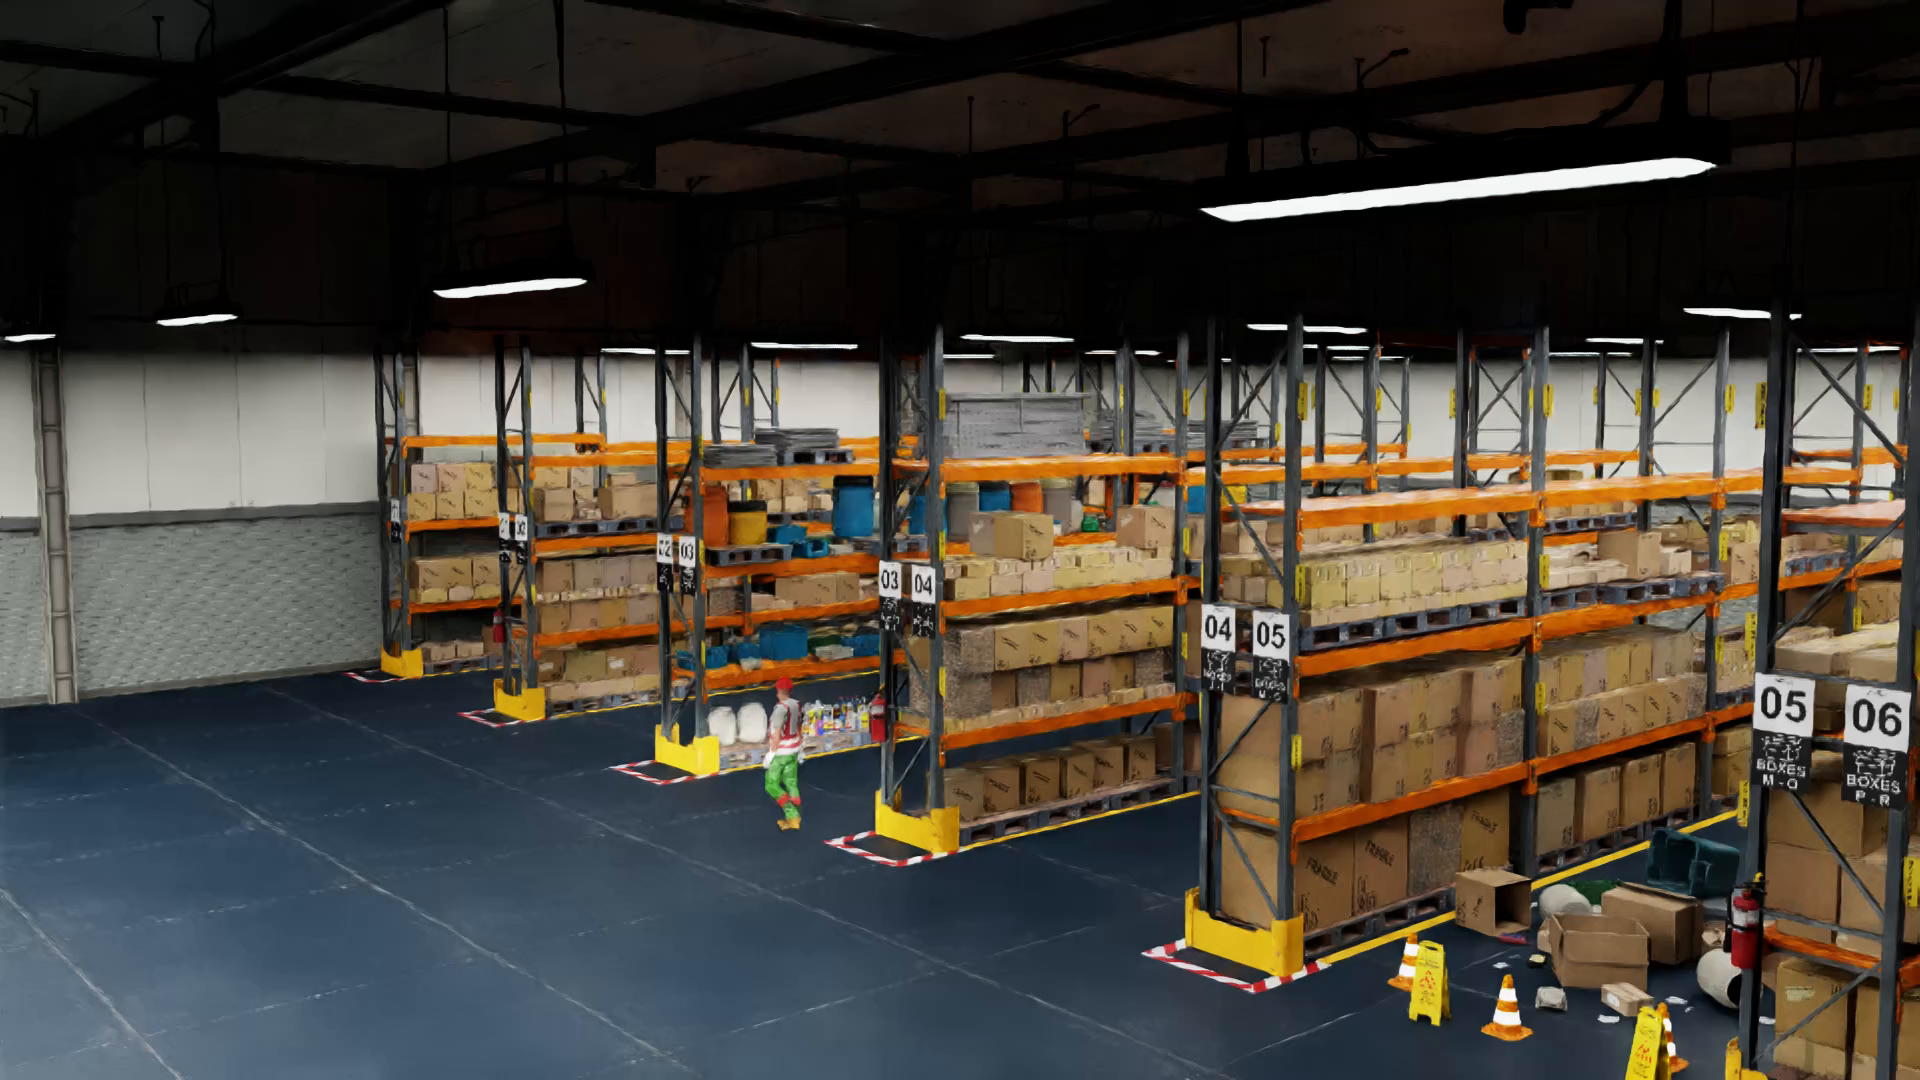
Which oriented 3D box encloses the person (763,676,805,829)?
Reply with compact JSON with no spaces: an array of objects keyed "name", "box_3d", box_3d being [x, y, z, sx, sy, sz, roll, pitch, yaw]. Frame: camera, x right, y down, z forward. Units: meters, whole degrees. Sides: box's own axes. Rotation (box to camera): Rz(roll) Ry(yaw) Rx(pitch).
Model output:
[{"name":"person","box_3d":[-2.015,2.496,19.462,0.462,1.780,0.698,2,6,19]}]
